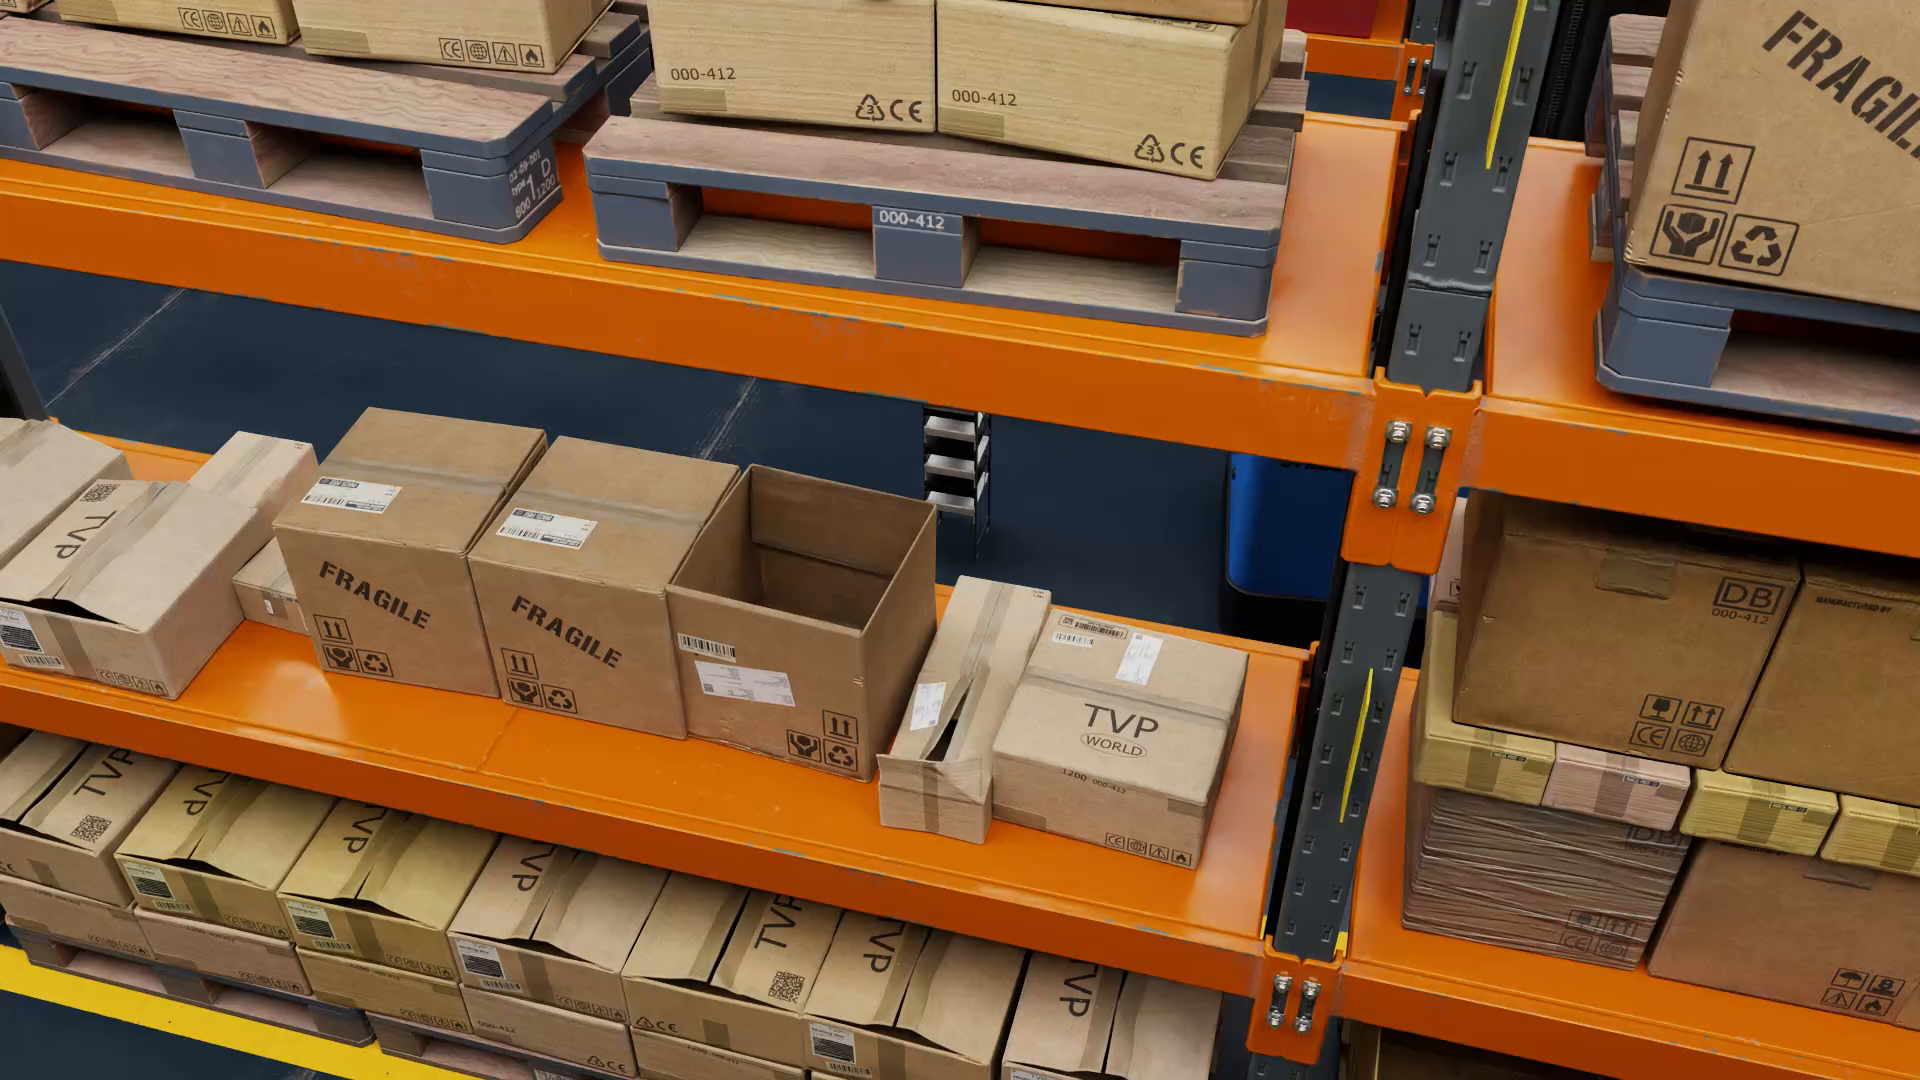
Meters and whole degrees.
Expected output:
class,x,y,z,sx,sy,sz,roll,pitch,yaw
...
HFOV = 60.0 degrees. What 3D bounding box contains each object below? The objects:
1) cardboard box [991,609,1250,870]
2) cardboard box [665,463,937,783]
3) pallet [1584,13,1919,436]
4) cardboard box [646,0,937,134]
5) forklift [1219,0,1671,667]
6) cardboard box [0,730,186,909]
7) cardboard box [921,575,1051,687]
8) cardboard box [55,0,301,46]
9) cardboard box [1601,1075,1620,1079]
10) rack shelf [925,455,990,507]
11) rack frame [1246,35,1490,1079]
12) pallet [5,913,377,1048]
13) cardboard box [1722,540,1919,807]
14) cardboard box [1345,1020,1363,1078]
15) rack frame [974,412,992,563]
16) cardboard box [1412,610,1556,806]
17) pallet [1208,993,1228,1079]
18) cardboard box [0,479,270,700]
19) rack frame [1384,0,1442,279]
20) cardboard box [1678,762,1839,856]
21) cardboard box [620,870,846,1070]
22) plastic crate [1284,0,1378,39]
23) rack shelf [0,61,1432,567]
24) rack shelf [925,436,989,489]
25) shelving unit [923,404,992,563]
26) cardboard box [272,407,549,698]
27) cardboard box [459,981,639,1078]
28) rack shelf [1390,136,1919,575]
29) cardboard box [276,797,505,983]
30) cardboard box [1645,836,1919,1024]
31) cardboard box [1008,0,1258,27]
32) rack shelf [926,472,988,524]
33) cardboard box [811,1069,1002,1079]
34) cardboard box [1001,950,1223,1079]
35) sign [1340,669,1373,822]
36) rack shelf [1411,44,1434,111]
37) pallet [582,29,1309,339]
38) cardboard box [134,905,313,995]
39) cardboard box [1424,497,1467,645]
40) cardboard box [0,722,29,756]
class,x,y,z,sx,sy,sz,roll,pitch,yaw
cardboard box,0.387,0.464,3.981,0.500,0.250,0.500,12,42,14
cardboard box,-0.373,0.198,4.104,0.500,0.500,0.500,13,42,15
pallet,1.704,-0.527,2.782,1.213,0.211,1.003,10,41,11
cardboard box,-0.251,-0.988,3.052,0.500,0.250,0.500,6,40,7
forklift,2.535,-0.891,5.532,3.031,2.935,1.130,5,40,6
cardboard box,-2.561,0.743,4.908,0.500,0.311,0.500,11,41,13
cardboard box,0.070,0.283,4.275,0.250,0.149,0.380,10,41,11
cardboard box,-1.477,-1.237,3.348,0.500,0.250,0.500,9,41,11
cardboard box,1.726,1.416,3.960,0.500,0.500,0.500,10,41,11
rack shelf,-0.008,-0.252,6.542,0.200,0.077,0.258,10,41,11
rack frame,0.873,0.462,3.868,0.127,3.000,1.000,10,41,11
pallet,-2.205,1.025,5.365,1.213,0.211,1.003,10,41,11
cardboard box,1.792,0.080,3.236,0.500,0.500,0.700,10,41,11
cardboard box,1.378,1.295,4.687,0.500,0.250,0.500,10,41,11
rack frame,0.090,-0.329,6.442,0.006,0.900,0.240,10,41,11
cardboard box,1.083,0.340,3.431,0.250,0.149,0.380,10,41,11
pallet,0.152,1.431,4.882,1.213,0.211,1.003,10,41,11
cardboard box,-2.177,0.100,4.368,0.500,0.311,0.500,9,41,11
rack frame,2.157,-2.615,7.532,0.127,3.000,1.000,10,41,11
cardboard box,1.575,0.423,3.331,0.250,0.149,0.380,9,41,10
cardboard box,-0.578,1.083,4.504,0.500,0.311,0.500,10,41,11
plastic crate,1.611,-2.530,7.380,0.583,0.464,0.402,10,41,11
rack shelf,-1.059,-0.744,3.531,4.000,0.370,1.077,10,41,11
rack shelf,-0.008,-0.320,6.484,0.200,0.077,0.258,10,41,11
shelving unit,-0.008,-0.346,6.462,0.210,0.900,0.258,10,41,11
cardboard box,-1.365,0.027,4.308,0.500,0.500,0.500,8,41,9
cardboard box,-1.076,1.209,4.789,0.500,0.250,0.500,11,41,12
rack shelf,2.805,-0.079,2.739,4.000,0.370,1.077,10,41,11
cardboard box,-1.559,0.912,4.707,0.500,0.311,0.500,9,41,10
cardboard box,1.815,0.577,3.653,0.500,0.500,0.700,9,41,11
cardboard box,0.288,-1.205,2.727,0.500,0.500,0.500,10,41,12
rack shelf,-0.008,-0.183,6.599,0.200,0.077,0.258,10,41,11
cardboard box,-0.090,1.380,4.586,0.500,0.250,0.500,9,41,11
cardboard box,0.408,1.250,4.305,0.500,0.311,0.500,10,41,11
sign,0.743,0.387,3.118,0.005,0.325,0.100,10,41,11
rack shelf,4.089,-2.007,7.367,4.000,0.370,1.077,10,41,11
pallet,0.018,-0.752,3.130,1.217,0.209,0.805,8,41,10
cardboard box,-2.075,1.041,4.989,0.500,0.250,0.500,9,41,10
cardboard box,1.192,0.087,3.732,0.250,0.149,0.380,10,41,11
cardboard box,-3.356,0.332,5.624,0.500,0.500,0.500,11,41,13
